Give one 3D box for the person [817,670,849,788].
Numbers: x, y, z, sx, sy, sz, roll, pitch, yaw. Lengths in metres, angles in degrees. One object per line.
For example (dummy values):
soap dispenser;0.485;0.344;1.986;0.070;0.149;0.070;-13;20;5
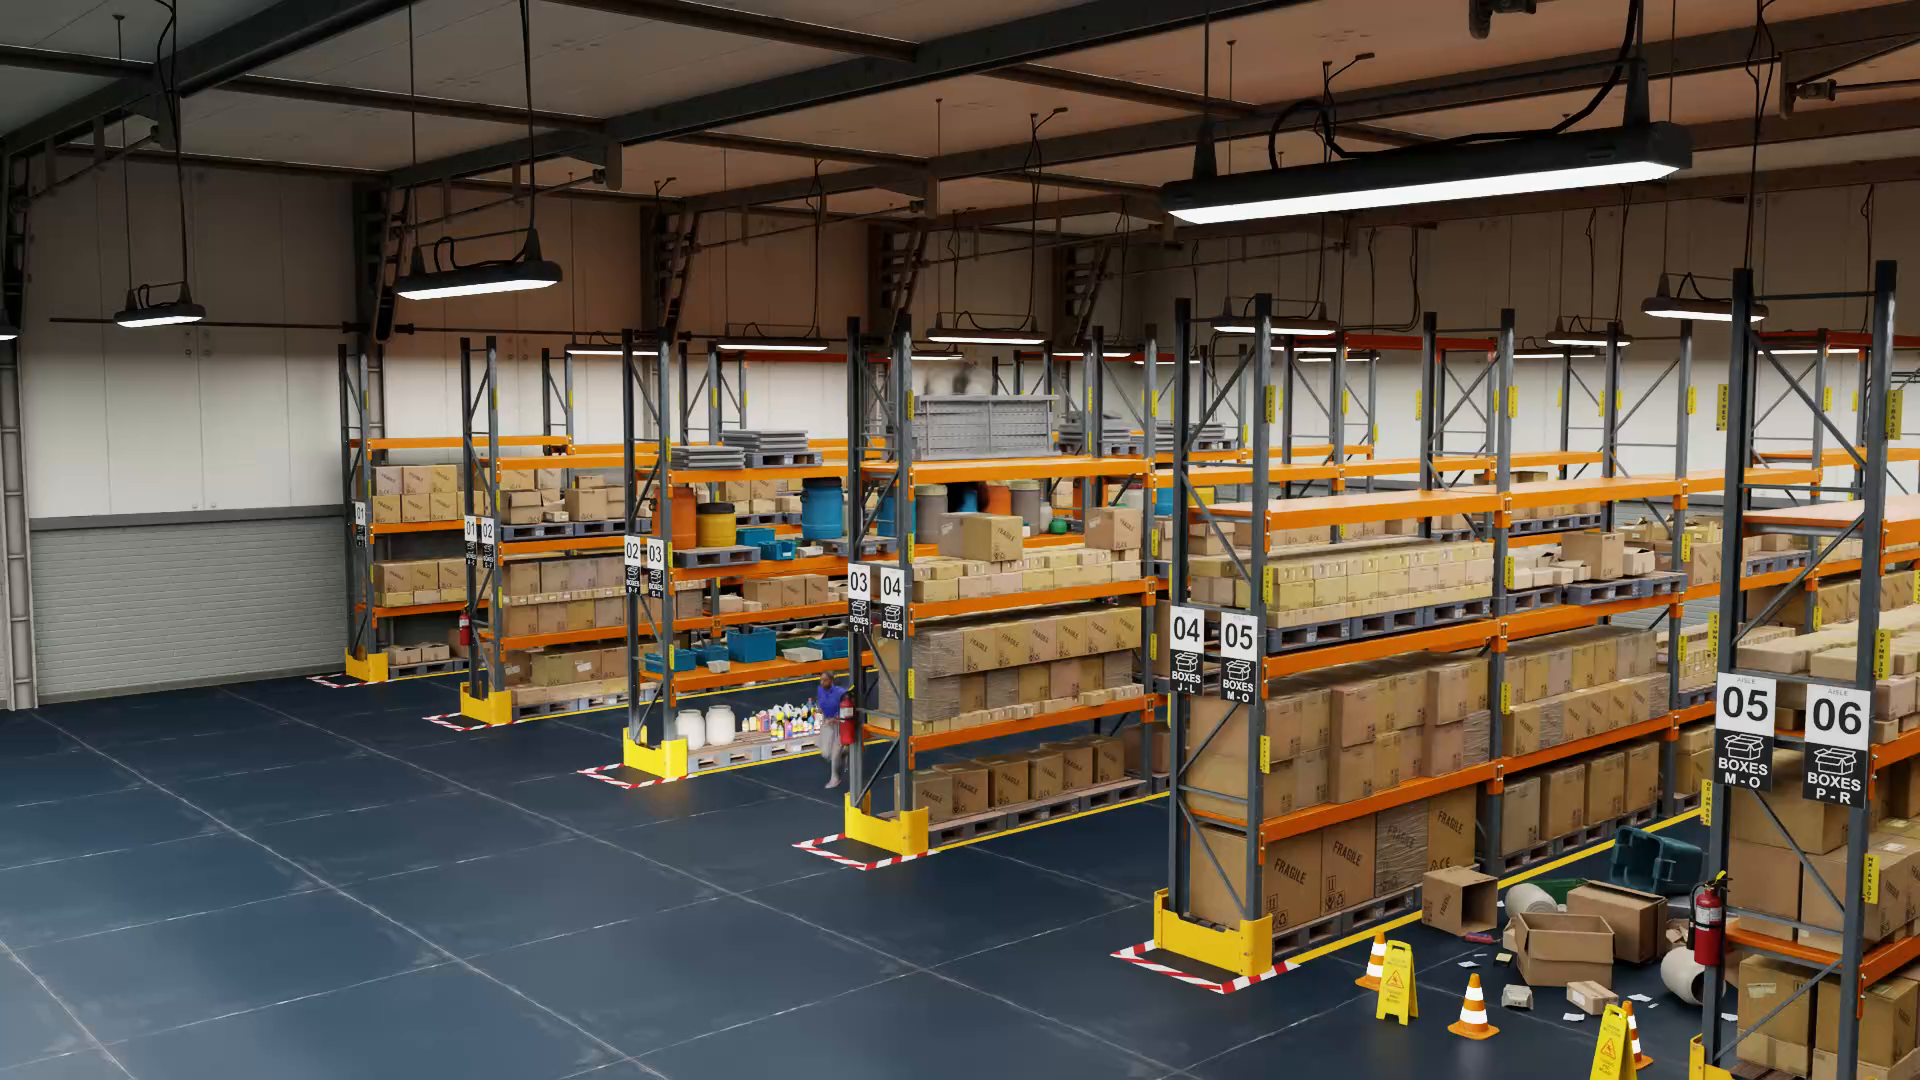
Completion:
person;-1.634;2.455;21.722;0.563;1.588;0.699;2;6;24
